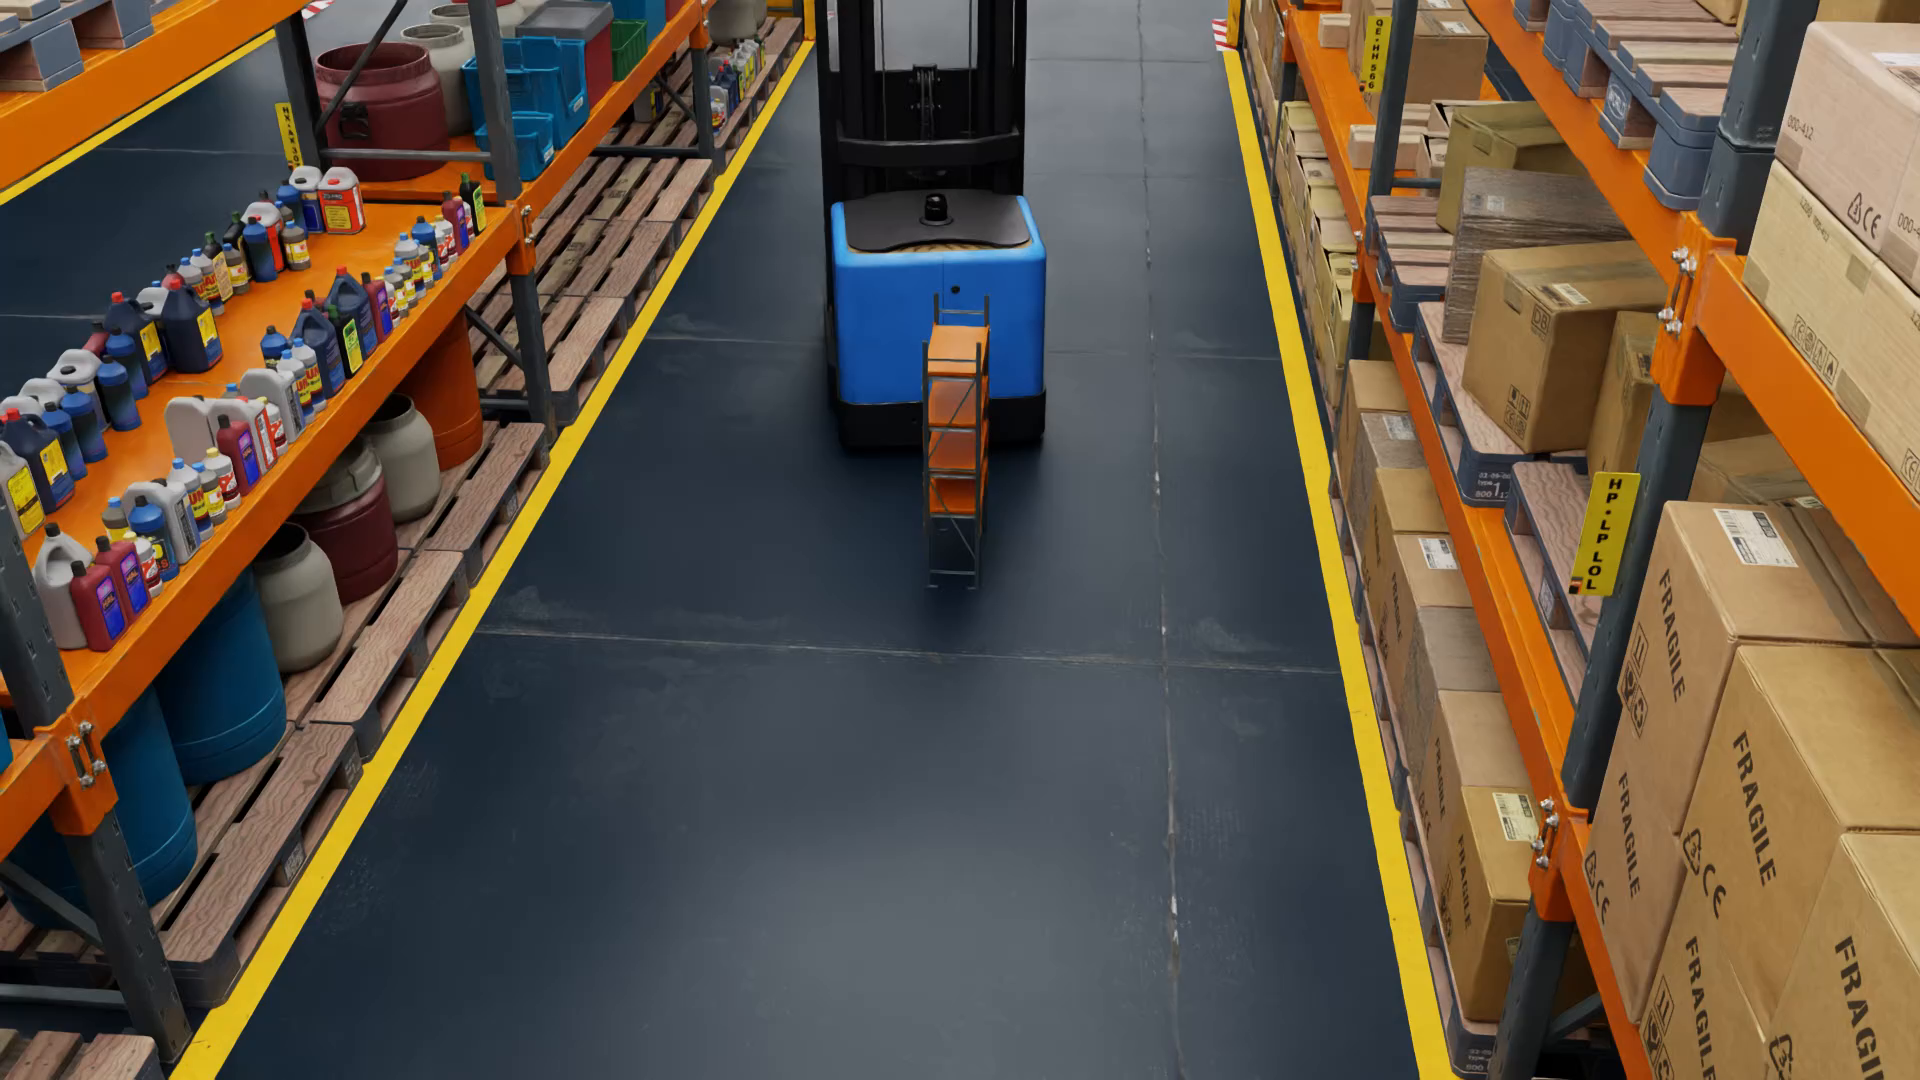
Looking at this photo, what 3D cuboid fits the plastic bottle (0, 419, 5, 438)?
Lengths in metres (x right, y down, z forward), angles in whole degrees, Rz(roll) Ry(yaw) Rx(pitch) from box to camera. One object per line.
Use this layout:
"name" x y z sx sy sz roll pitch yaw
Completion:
"plastic bottle" -3.147 -0.280 5.392 0.144 0.351 0.185 2 32 4

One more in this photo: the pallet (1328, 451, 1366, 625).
"pallet" 2.253 -0.012 7.568 1.003 0.211 1.213 2 32 4

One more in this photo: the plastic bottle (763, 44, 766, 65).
"plastic bottle" -1.646 -4.001 13.632 0.097 0.201 0.097 0 32 0

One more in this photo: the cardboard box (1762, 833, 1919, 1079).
"cardboard box" 1.624 0.809 2.530 0.500 0.500 0.500 2 32 3

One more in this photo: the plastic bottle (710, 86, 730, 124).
"plastic bottle" -1.797 -3.239 12.323 0.152 0.276 0.135 4 32 6

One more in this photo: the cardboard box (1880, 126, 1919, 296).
"cardboard box" 1.700 -0.417 2.375 0.500 0.250 0.500 2 32 4

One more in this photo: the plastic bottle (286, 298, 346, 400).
"plastic bottle" -2.366 -0.705 6.082 0.144 0.351 0.185 2 32 4

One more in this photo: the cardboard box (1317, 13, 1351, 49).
"cardboard box" 2.402 -3.118 10.190 0.380 0.149 0.250 2 32 4

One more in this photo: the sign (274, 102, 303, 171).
"sign" -3.134 -1.891 7.803 0.100 0.325 0.005 2 32 4

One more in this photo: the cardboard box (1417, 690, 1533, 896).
"cardboard box" 1.829 0.852 5.471 0.500 0.500 0.500 3 32 4

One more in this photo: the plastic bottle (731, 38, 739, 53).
"plastic bottle" -1.800 -3.910 13.405 0.061 0.283 0.133 2 32 4

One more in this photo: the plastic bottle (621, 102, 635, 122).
"plastic bottle" -2.494 -3.302 12.354 0.144 0.351 0.185 2 32 3

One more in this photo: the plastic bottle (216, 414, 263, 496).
"plastic bottle" -2.383 -0.298 5.486 0.061 0.283 0.133 2 32 4

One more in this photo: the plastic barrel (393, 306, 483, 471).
"plastic barrel" -2.608 -0.800 7.857 0.600 0.830 0.708 2 32 4

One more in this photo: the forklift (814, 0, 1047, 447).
"forklift" -0.225 -2.465 8.957 1.130 2.935 3.031 -3 32 -5

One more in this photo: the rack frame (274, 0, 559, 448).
"rack frame" -2.585 -1.801 7.814 1.000 3.000 0.127 2 32 4

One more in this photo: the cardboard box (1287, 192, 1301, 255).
"cardboard box" 2.315 -1.949 10.274 0.500 0.250 0.500 2 32 2

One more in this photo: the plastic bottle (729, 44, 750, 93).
"plastic bottle" -1.730 -3.678 12.964 0.144 0.351 0.185 2 32 4

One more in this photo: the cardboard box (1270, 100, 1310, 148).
"cardboard box" 2.498 -2.939 11.881 0.500 0.250 0.500 2 32 4

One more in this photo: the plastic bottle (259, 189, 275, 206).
"plastic bottle" -3.014 -1.369 7.224 0.061 0.283 0.133 2 32 4

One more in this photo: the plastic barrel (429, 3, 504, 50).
"plastic barrel" -2.679 -2.616 9.030 0.421 0.512 0.421 0 32 0

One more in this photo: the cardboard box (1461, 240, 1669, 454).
"cardboard box" 2.109 -0.644 5.440 0.700 0.500 0.500 -5 32 -9

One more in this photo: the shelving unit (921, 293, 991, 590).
"shelving unit" -0.013 -0.424 7.295 0.258 1.200 0.503 2 32 4

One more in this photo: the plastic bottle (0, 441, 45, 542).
"plastic bottle" -3.018 -0.177 5.225 0.144 0.351 0.185 2 32 4

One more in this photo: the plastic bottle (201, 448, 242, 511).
"plastic bottle" -2.411 -0.203 5.410 0.097 0.201 0.097 0 32 0

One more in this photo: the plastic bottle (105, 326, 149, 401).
"plastic bottle" -3.046 -0.650 6.068 0.097 0.271 0.097 0 32 0

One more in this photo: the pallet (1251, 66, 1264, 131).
"pallet" 2.881 -3.546 13.303 1.003 0.211 1.213 2 32 4

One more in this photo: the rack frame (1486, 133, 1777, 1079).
"rack frame" 2.026 0.504 4.073 1.000 3.000 0.127 2 32 4

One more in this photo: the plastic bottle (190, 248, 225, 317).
"plastic bottle" -3.046 -1.042 6.705 0.097 0.271 0.097 0 32 0

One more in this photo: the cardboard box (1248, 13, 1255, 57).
"cardboard box" 2.701 -4.247 14.002 0.500 0.250 0.500 2 32 4

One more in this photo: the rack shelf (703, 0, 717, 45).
"rack shelf" -2.096 -4.632 13.094 1.077 0.370 4.000 2 32 4

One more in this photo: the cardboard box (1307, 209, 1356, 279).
"cardboard box" 2.229 -1.655 9.262 0.500 0.311 0.500 2 32 4

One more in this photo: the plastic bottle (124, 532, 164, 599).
"plastic bottle" -2.453 0.071 4.966 0.097 0.201 0.097 0 32 0

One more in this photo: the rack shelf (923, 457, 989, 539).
"rack shelf" -0.013 -0.198 7.434 0.258 0.148 0.480 2 32 4

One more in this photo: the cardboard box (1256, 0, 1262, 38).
"cardboard box" 2.671 -4.304 13.381 0.500 0.500 0.500 2 32 4

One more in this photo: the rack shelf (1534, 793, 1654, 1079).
"rack shelf" 1.863 1.856 2.565 1.077 0.370 4.000 2 32 4

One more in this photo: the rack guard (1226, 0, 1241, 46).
"rack guard" 3.005 -4.719 14.931 1.175 0.500 0.348 2 32 4

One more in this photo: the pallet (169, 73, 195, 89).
"pallet" -7.079 -3.910 13.893 1.003 0.211 1.213 2 32 4

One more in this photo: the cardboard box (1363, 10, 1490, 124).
"cardboard box" 2.472 -2.508 8.866 0.500 0.500 0.500 1 32 1

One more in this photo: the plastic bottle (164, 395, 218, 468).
"plastic bottle" -2.569 -0.373 5.615 0.152 0.276 0.135 2 32 4

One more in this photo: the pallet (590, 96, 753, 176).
"pallet" -2.163 -3.055 12.506 1.003 0.211 1.213 2 32 4

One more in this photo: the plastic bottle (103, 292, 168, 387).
"plastic bottle" -3.072 -0.759 6.170 0.144 0.351 0.185 2 32 4

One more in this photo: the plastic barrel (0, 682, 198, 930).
"plastic barrel" -2.849 0.721 5.321 0.600 0.901 0.708 2 32 4

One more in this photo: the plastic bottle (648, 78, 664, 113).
"plastic bottle" -2.329 -3.377 12.547 0.152 0.276 0.135 2 32 4

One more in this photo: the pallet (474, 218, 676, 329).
"pallet" -2.381 -1.654 10.232 1.003 0.211 1.213 2 32 4

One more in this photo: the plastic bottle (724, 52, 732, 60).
"plastic bottle" -1.831 -3.794 13.295 0.097 0.201 0.097 0 32 0

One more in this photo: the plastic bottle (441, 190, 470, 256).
"plastic bottle" -2.211 -1.401 7.276 0.061 0.283 0.133 2 32 4

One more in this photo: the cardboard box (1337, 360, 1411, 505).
"cardboard box" 2.030 -0.485 7.641 0.500 0.500 0.500 4 32 6

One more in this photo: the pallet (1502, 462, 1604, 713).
"pallet" 2.200 0.172 4.794 1.003 0.211 1.213 2 32 4

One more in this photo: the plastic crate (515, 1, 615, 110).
"plastic crate" -2.148 -2.660 9.147 0.402 0.464 0.583 2 32 4
